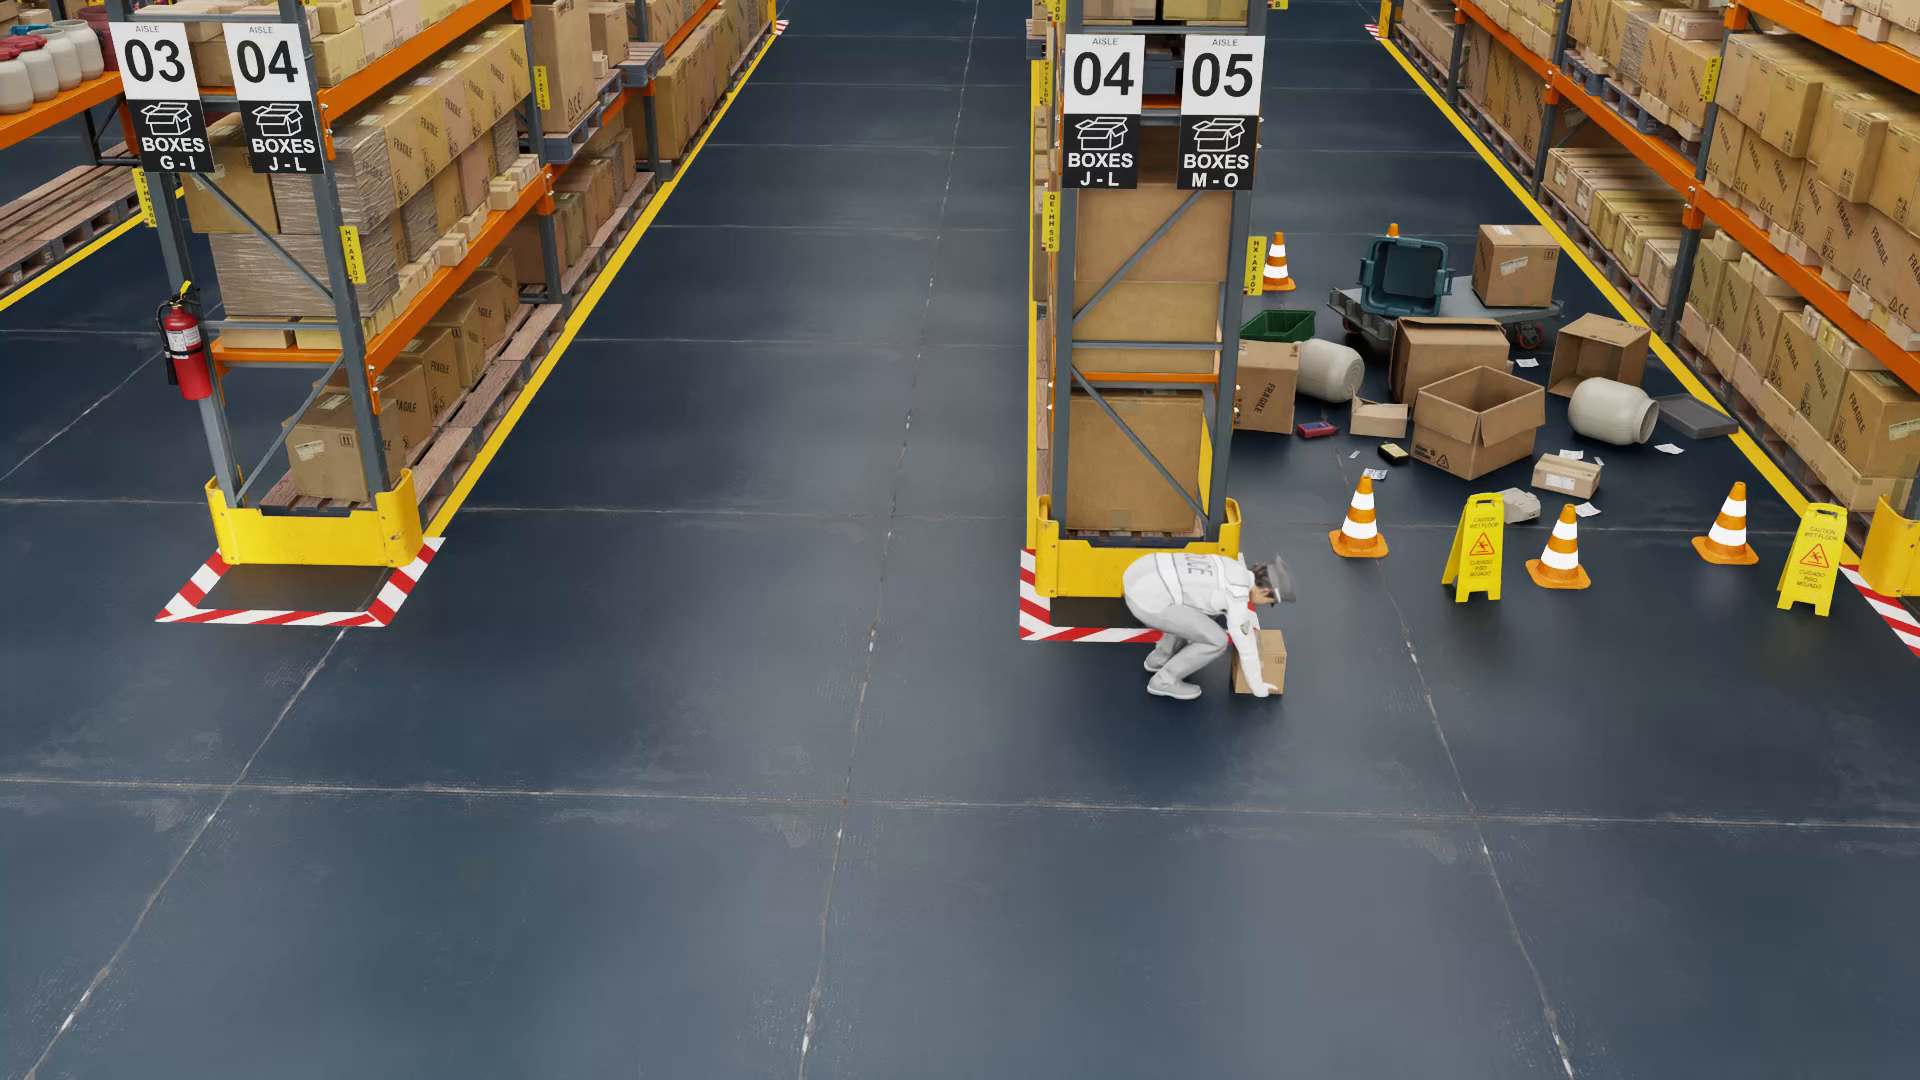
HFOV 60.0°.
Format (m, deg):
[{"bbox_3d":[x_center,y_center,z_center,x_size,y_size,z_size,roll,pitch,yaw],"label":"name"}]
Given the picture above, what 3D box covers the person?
[{"bbox_3d":[1.307,0.436,8.785,0.912,0.773,0.461,0,28,0],"label":"person"}]
